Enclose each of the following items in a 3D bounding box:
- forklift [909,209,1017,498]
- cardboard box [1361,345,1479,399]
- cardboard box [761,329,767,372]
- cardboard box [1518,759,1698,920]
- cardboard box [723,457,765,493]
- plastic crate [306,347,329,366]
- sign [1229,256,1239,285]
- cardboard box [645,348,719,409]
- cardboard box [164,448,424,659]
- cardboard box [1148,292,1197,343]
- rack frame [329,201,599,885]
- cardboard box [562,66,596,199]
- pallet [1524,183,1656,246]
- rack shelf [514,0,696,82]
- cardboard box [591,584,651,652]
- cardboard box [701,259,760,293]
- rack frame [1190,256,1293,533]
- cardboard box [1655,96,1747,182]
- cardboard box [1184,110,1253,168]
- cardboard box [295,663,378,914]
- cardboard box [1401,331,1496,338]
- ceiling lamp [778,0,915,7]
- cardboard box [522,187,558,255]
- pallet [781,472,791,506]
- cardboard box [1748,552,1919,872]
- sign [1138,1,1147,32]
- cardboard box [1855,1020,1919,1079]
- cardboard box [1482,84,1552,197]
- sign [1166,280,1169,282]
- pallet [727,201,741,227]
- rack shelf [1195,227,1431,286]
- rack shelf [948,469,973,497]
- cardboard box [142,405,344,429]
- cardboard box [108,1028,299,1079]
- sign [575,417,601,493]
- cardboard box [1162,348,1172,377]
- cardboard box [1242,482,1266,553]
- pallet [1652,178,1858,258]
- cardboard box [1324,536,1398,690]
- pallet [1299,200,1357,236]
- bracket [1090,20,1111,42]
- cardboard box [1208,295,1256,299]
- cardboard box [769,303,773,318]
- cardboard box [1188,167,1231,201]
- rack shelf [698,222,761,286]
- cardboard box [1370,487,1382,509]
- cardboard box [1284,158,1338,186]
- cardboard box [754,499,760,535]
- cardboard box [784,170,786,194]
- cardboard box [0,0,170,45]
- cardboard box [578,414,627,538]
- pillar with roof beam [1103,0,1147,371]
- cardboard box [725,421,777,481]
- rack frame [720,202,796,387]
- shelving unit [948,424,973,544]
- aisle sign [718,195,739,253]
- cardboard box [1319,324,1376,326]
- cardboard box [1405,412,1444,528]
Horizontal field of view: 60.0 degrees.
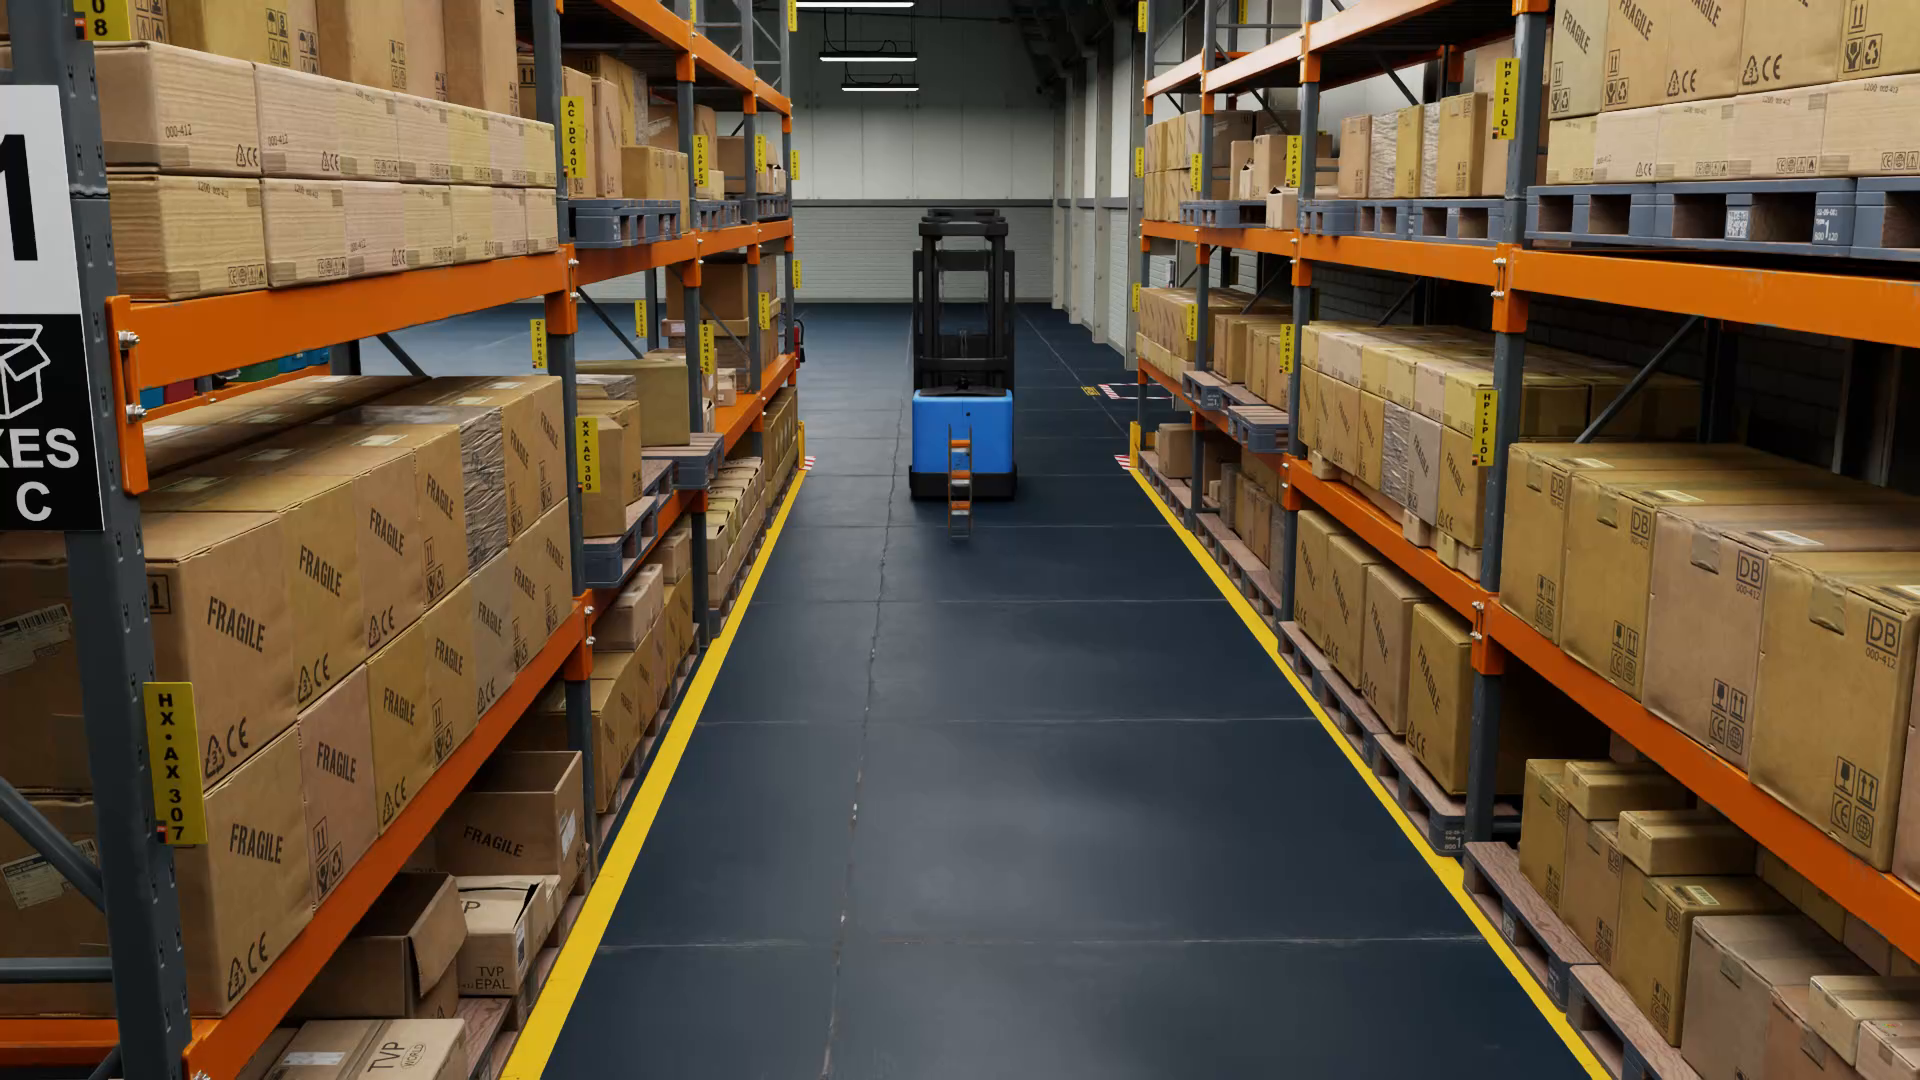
[{"bbox_3d":[0.045,-2.112,18.097,1.130,2.935,3.031,0,11,1],"label":"forklift"},{"bbox_3d":[2.522,-0.926,9.142,0.500,0.250,0.500,0,11,-2],"label":"cardboard box"},{"bbox_3d":[-2.359,-1.970,16.975,0.700,0.500,0.500,0,11,1],"label":"cardboard box"},{"bbox_3d":[2.723,1.211,6.777,0.700,0.500,0.500,0,11,0],"label":"cardboard box"},{"bbox_3d":[-2.012,-0.580,14.825,0.500,0.311,0.500,0,11,-1],"label":"cardboard box"},{"bbox_3d":[-7.025,-2.002,17.757,0.499,0.251,0.408,0,11,-1],"label":"plastic crate"},{"bbox_3d":[3.118,-3.064,18.908,0.100,0.325,0.005,0,11,-1],"label":"sign"},{"bbox_3d":[-2.297,-1.318,13.761,0.500,0.500,0.500,1,11,3],"label":"cardboard box"},{"bbox_3d":[-1.829,0.027,4.615,0.500,0.500,0.500,0,11,0],"label":"cardboard box"},{"bbox_3d":[2.276,-2.350,17.537,0.500,0.500,0.500,-1,11,-3],"label":"cardboard box"},{"bbox_3d":[-2.142,0.064,7.201,1.000,3.000,0.127,0,11,-1],"label":"rack frame"},{"bbox_3d":[-2.115,-1.943,7.991,0.600,0.600,0.600,0,11,-2],"label":"cardboard box"},{"bbox_3d":[2.817,-1.221,6.214,1.003,0.211,1.213,0,11,-1],"label":"pallet"},{"bbox_3d":[-2.183,-2.725,8.676,1.077,0.370,4.000,0,11,-1],"label":"rack shelf"},{"bbox_3d":[-1.929,0.410,8.790,0.500,0.250,0.500,0,11,-1],"label":"cardboard box"},{"bbox_3d":[-2.344,-2.500,16.321,0.700,0.500,0.500,0,11,-1],"label":"cardboard box"},{"bbox_3d":[2.645,-1.548,15.144,1.000,3.000,0.127,0,11,-1],"label":"rack frame"},{"bbox_3d":[2.575,-1.267,5.286,0.500,0.250,0.500,-1,11,-3],"label":"cardboard box"},{"bbox_3d":[2.364,-3.665,15.220,0.500,0.500,0.500,-1,12,-6],"label":"cardboard box"},{"bbox_3d":[-1.821,0.618,4.218,0.500,0.500,0.500,0,11,-2],"label":"cardboard box"},{"bbox_3d":[3.004,-1.133,10.162,0.500,0.250,0.500,-1,11,-3],"label":"cardboard box"},{"bbox_3d":[-1.672,-9.474,24.443,2.000,3.185,0.800,0,11,-1],"label":"ceiling lamp"},{"bbox_3d":[-1.866,-1.237,6.447,0.500,0.250,0.500,0,11,-1],"label":"cardboard box"},{"bbox_3d":[-2.310,-0.561,17.296,1.003,0.211,1.213,0,11,-1],"label":"pallet"},{"bbox_3d":[2.846,0.445,4.568,0.980,0.700,0.700,0,11,-2],"label":"cardboard box"},{"bbox_3d":[2.020,-5.777,18.355,0.100,0.325,0.005,0,11,-1],"label":"sign"},{"bbox_3d":[2.594,1.375,4.334,0.380,0.149,0.250,0,11,-2],"label":"cardboard box"},{"bbox_3d":[2.902,-1.868,7.818,0.700,0.500,0.500,-1,12,-4],"label":"cardboard box"},{"bbox_3d":[3.388,-4.278,27.179,0.001,0.109,0.331,0,11,-1],"label":"sign"},{"bbox_3d":[-2.276,-2.728,13.897,0.805,0.209,1.217,-1,11,-3],"label":"pallet"},{"bbox_3d":[2.686,-2.268,12.957,1.077,0.370,4.000,0,11,-1],"label":"rack shelf"},{"bbox_3d":[0.001,-0.494,14.904,0.215,0.259,0.240,0,11,-1],"label":"rack shelf"},{"bbox_3d":[-2.392,-0.176,5.615,0.500,0.500,0.500,-1,11,-3],"label":"cardboard box"},{"bbox_3d":[-2.307,1.695,4.971,0.500,0.250,0.500,0,11,-1],"label":"cardboard box"},{"bbox_3d":[-1.600,-0.364,7.134,0.100,0.325,0.005,0,11,-1],"label":"sign"},{"bbox_3d":[2.304,-1.776,16.596,0.500,0.250,0.500,0,11,-1],"label":"cardboard box"},{"bbox_3d":[2.708,-0.188,13.622,0.700,0.500,0.500,0,11,-1],"label":"cardboard box"},{"bbox_3d":[2.839,-0.979,5.022,1.003,0.211,1.213,0,11,-1],"label":"pallet"},{"bbox_3d":[2.623,0.416,9.815,0.750,0.750,0.750,0,11,-1],"label":"cardboard box"},{"bbox_3d":[2.794,-2.002,10.315,1.213,0.211,1.003,0,11,1],"label":"pallet"},{"bbox_3d":[2.777,-9.893,32.139,0.076,0.066,4.783,0,11,-1],"label":"bracket"},{"bbox_3d":[2.811,-2.251,17.051,0.500,0.500,0.500,0,11,0],"label":"cardboard box"},{"bbox_3d":[-2.171,-2.408,17.503,0.380,0.149,0.250,0,11,1],"label":"cardboard box"},{"bbox_3d":[2.387,-3.176,15.326,0.500,0.500,0.500,0,11,0],"label":"cardboard box"},{"bbox_3d":[-2.266,-2.247,12.854,1.077,0.370,4.000,0,11,-1],"label":"rack shelf"},{"bbox_3d":[2.546,-0.268,9.418,0.380,0.149,0.250,0,11,-1],"label":"cardboard box"},{"bbox_3d":[2.794,-2.541,12.186,0.797,0.503,0.637,1,12,7],"label":"cardboard box"},{"bbox_3d":[-2.000,-0.203,14.375,0.500,0.250,0.500,0,11,-2],"label":"cardboard box"},{"bbox_3d":[-2.103,-3.765,17.497,0.500,0.250,0.500,0,11,-1],"label":"cardboard box"},{"bbox_3d":[-2.086,-1.252,3.377,0.700,0.500,0.500,0,11,-1],"label":"cardboard box"},{"bbox_3d":[-1.928,-0.286,7.618,0.700,0.500,0.500,-4,12,-20],"label":"cardboard box"},{"bbox_3d":[-1.110,-7.515,29.469,9.100,9.000,0.548,0,11,-1],"label":"pillar with roof beam"},{"bbox_3d":[-2.004,-0.846,15.658,0.500,0.500,0.500,0,11,-1],"label":"cardboard box"},{"bbox_3d":[-2.390,-2.322,18.959,1.000,3.000,0.127,0,11,-1],"label":"rack frame"},{"bbox_3d":[0.001,-0.504,14.902,0.215,1.050,0.252,0,11,-1],"label":"shelving unit"},{"bbox_3d":[-2.698,-3.608,18.759,0.394,0.787,0.004,0,11,-1],"label":"aisle sign"},{"bbox_3d":[2.691,-1.404,11.444,0.380,0.149,0.250,-2,12,-9],"label":"cardboard box"},{"bbox_3d":[2.528,-0.354,8.211,0.500,0.500,0.500,0,11,-1],"label":"cardboard box"}]
